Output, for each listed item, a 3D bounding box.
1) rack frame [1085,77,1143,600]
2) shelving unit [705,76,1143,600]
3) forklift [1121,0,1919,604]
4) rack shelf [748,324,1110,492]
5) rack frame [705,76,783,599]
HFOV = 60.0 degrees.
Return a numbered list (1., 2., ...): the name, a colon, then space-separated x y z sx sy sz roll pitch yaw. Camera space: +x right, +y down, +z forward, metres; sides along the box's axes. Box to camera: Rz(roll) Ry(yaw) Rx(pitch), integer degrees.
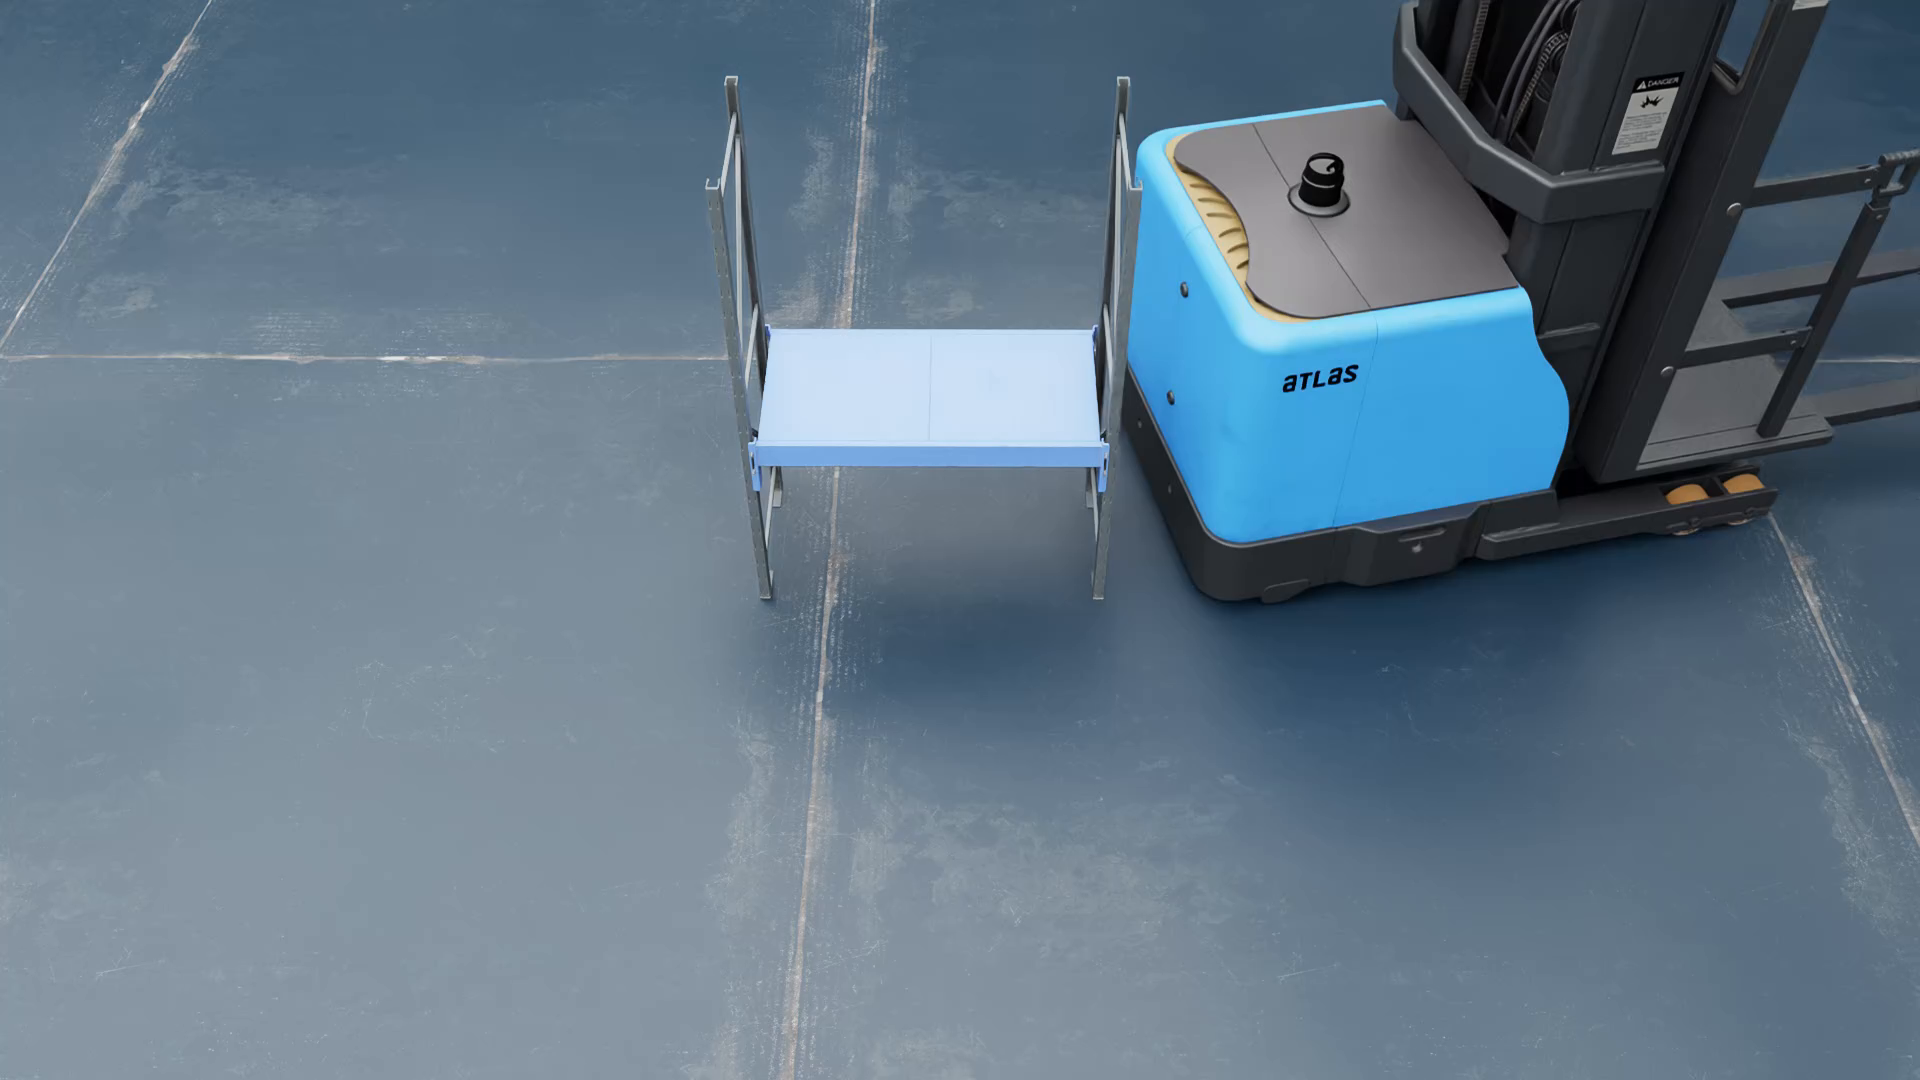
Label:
1. rack frame: 0.423 -0.510 4.700 0.032 1.500 0.500 0 47 0
2. shelving unit: -0.085 -0.511 4.701 1.048 1.500 0.538 0 47 0
3. forklift: 2.082 -1.382 4.534 3.031 2.935 1.130 -10 48 -9
4. rack shelf: -0.085 -0.389 4.833 1.000 0.185 0.538 0 47 0
5. rack frame: -0.594 -0.513 4.703 0.032 1.500 0.500 0 47 0
